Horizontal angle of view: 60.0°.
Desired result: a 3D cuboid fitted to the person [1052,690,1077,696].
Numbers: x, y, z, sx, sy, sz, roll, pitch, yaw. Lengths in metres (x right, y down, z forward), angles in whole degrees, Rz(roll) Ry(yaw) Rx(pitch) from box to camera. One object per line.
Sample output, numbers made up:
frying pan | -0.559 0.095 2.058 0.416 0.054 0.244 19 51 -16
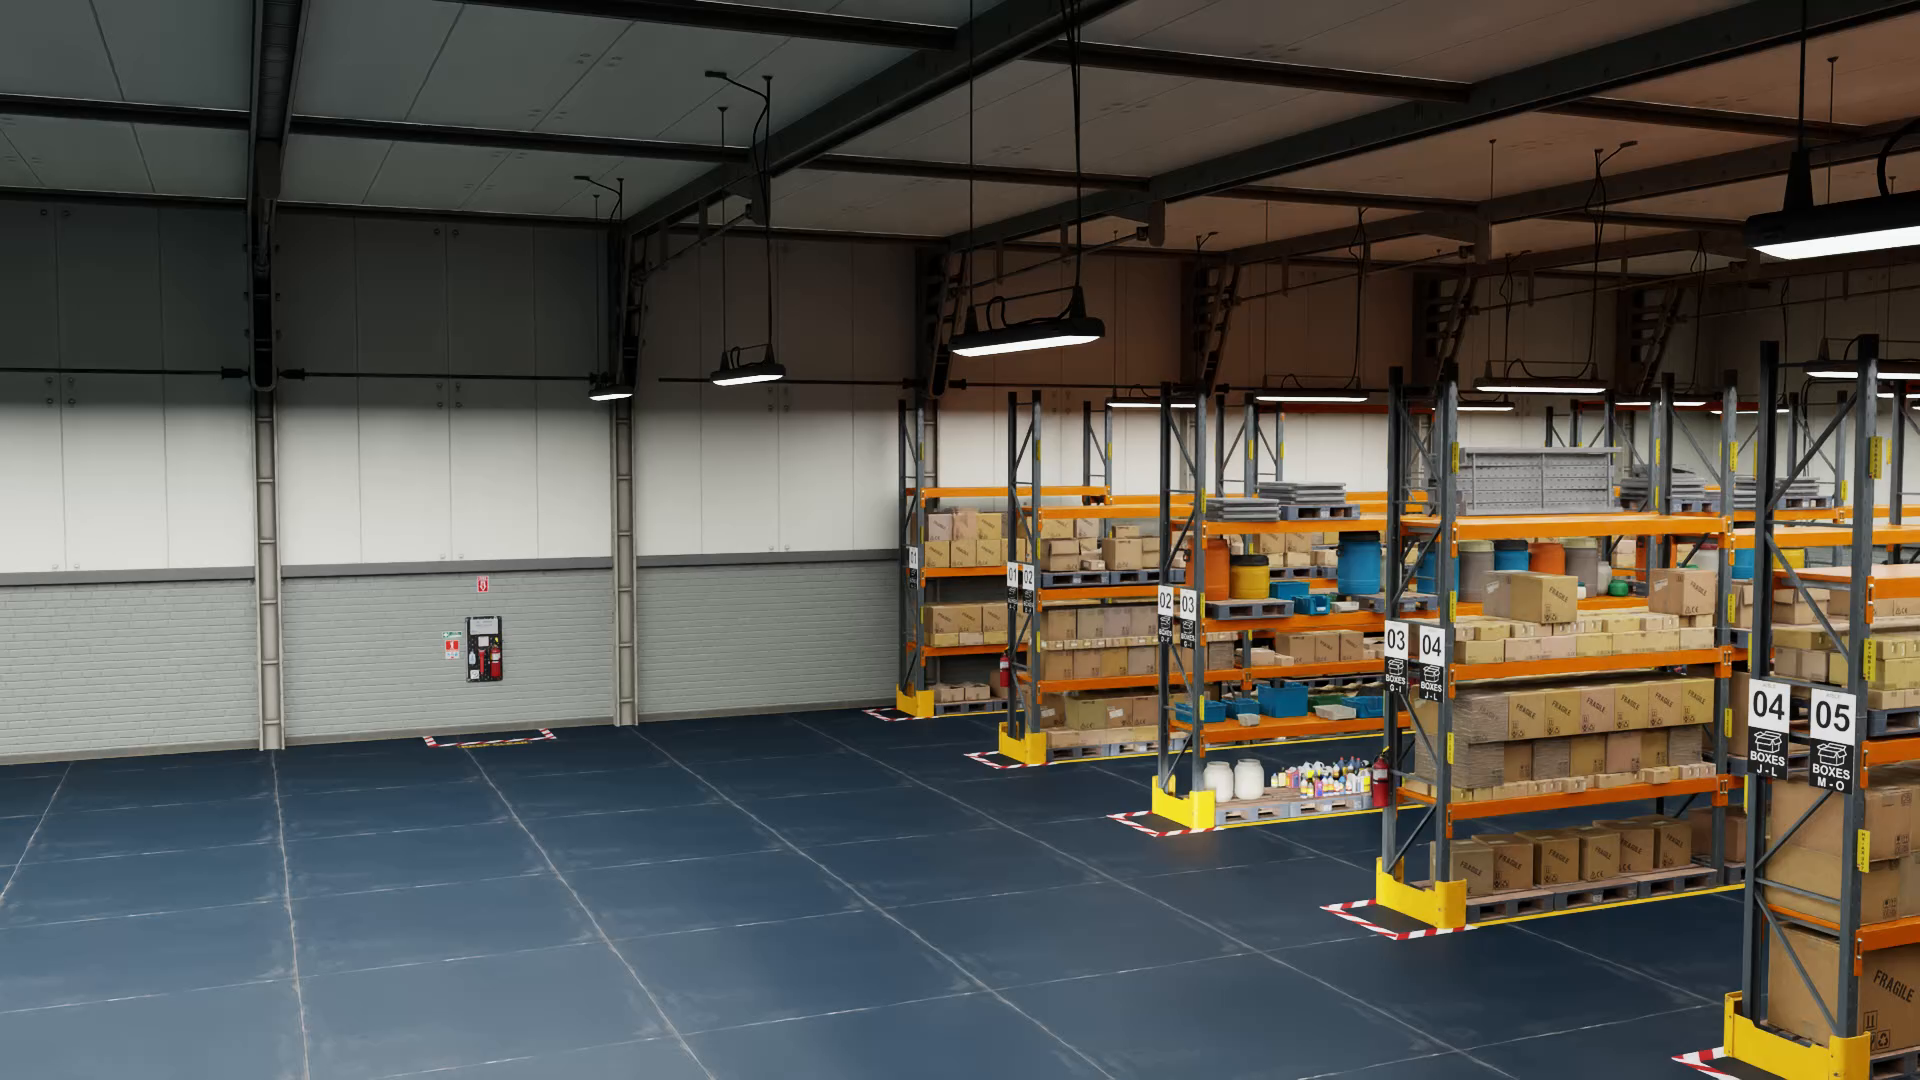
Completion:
person | 1.859 2.563 30.120 1.042 1.613 0.541 -3 5 -42
